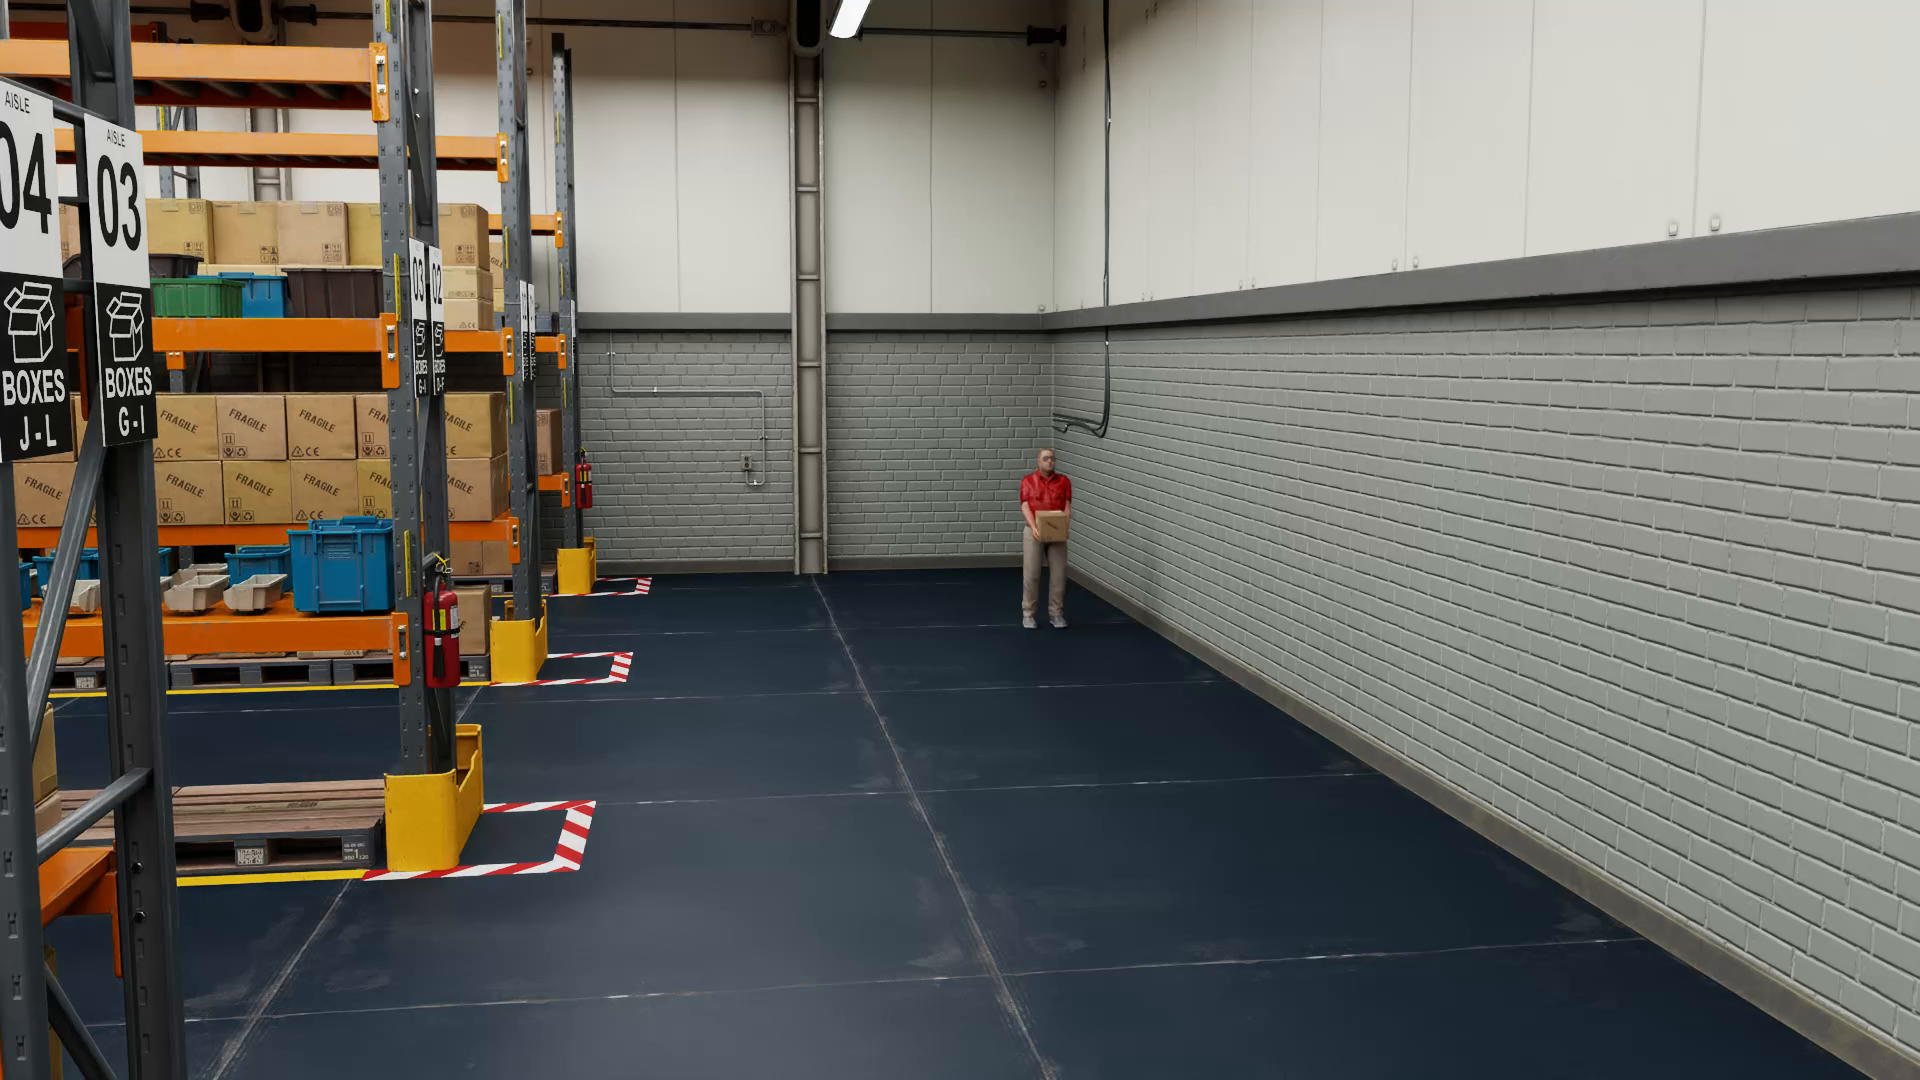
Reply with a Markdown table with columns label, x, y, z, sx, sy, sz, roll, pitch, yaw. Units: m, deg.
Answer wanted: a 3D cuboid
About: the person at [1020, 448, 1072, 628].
| label | x | y | z | sx | sy | sz | roll | pitch | yaw |
| --- | --- | --- | --- | --- | --- | --- | --- | --- | --- |
| person | 0.843 | -0.014 | 15.921 | 0.509 | 1.722 | 0.533 | -1 | 7 | -9 |
